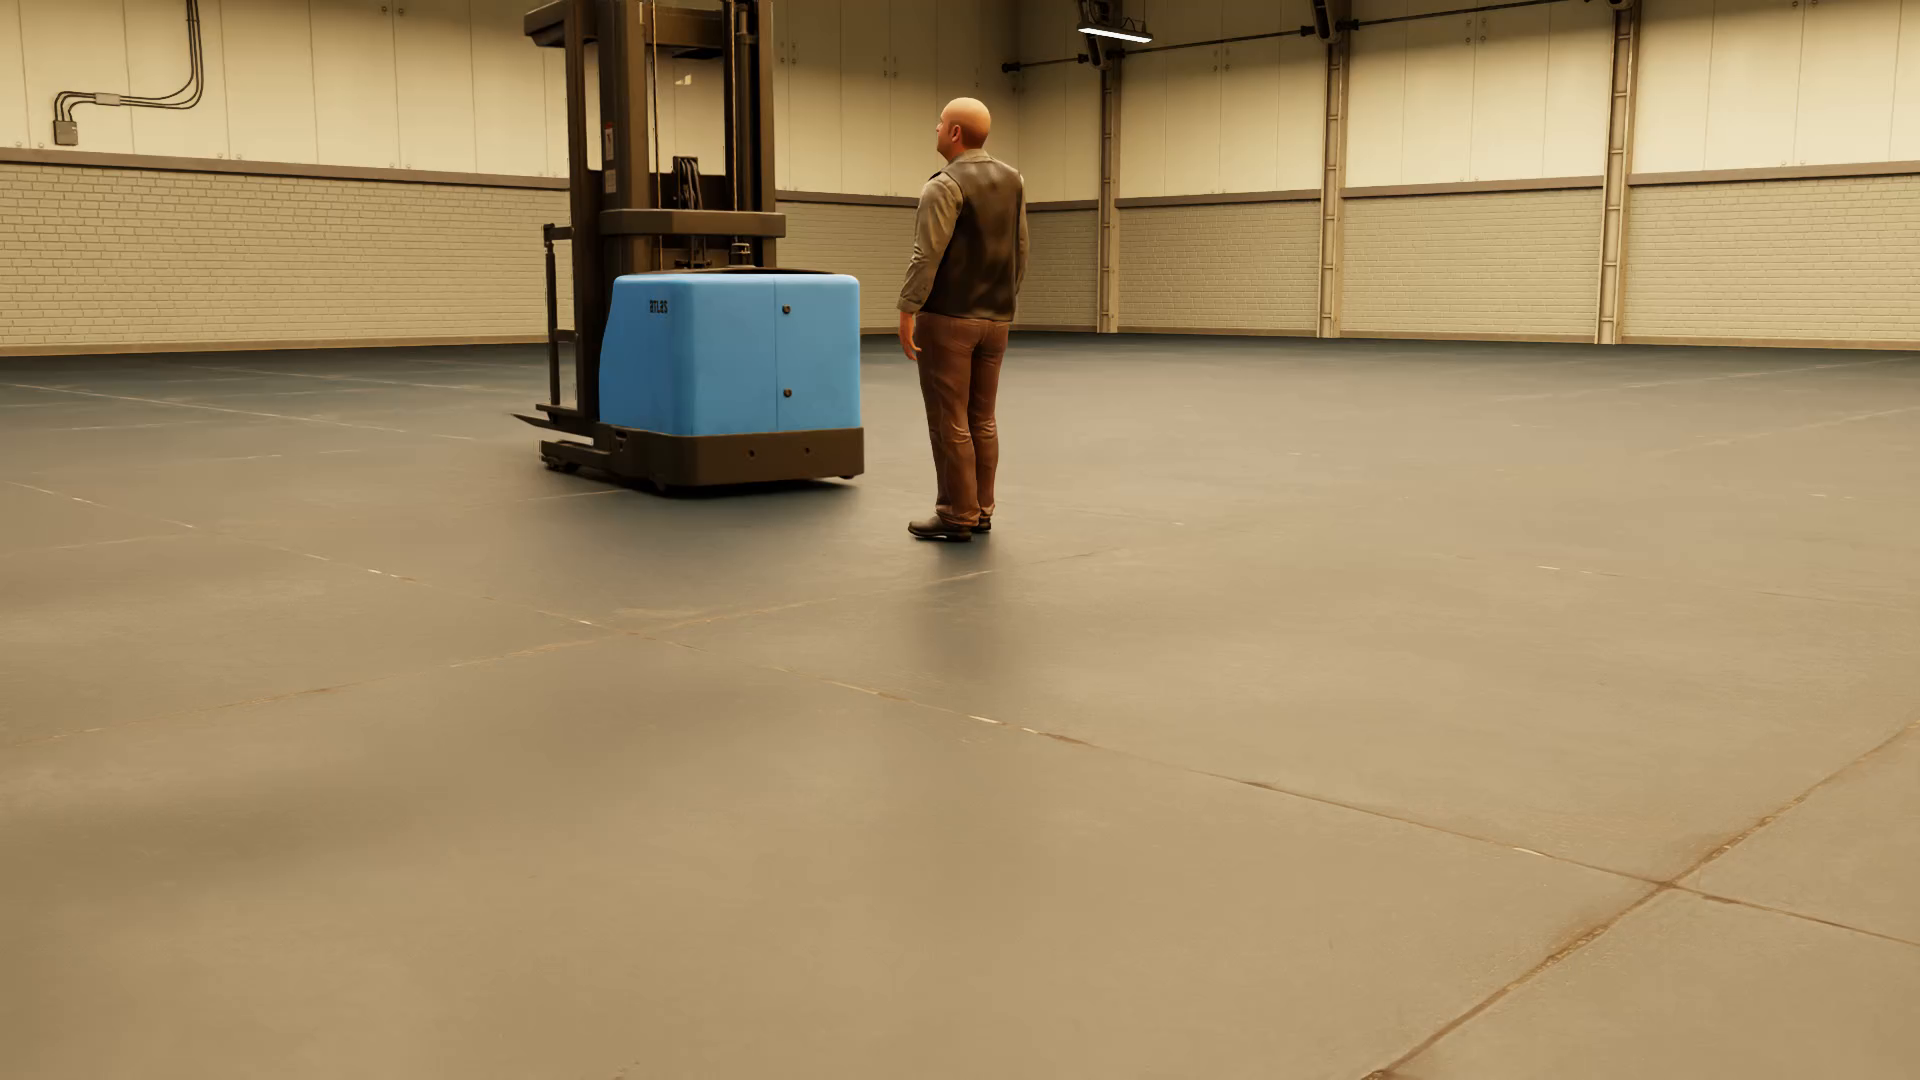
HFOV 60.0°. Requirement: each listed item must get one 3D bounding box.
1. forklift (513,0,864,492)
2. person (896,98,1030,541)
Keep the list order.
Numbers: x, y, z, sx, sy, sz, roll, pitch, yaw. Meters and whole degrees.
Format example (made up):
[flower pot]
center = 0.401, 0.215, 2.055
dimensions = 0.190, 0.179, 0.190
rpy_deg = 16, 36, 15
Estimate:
[forklift]
center = -1.711, -1.859, 9.220
dimensions = 1.130, 2.935, 3.031
rpy_deg = -6, 10, -33
[person]
center = -0.040, -0.865, 6.637
dimensions = 0.566, 1.722, 0.633
rpy_deg = 8, 12, 43
